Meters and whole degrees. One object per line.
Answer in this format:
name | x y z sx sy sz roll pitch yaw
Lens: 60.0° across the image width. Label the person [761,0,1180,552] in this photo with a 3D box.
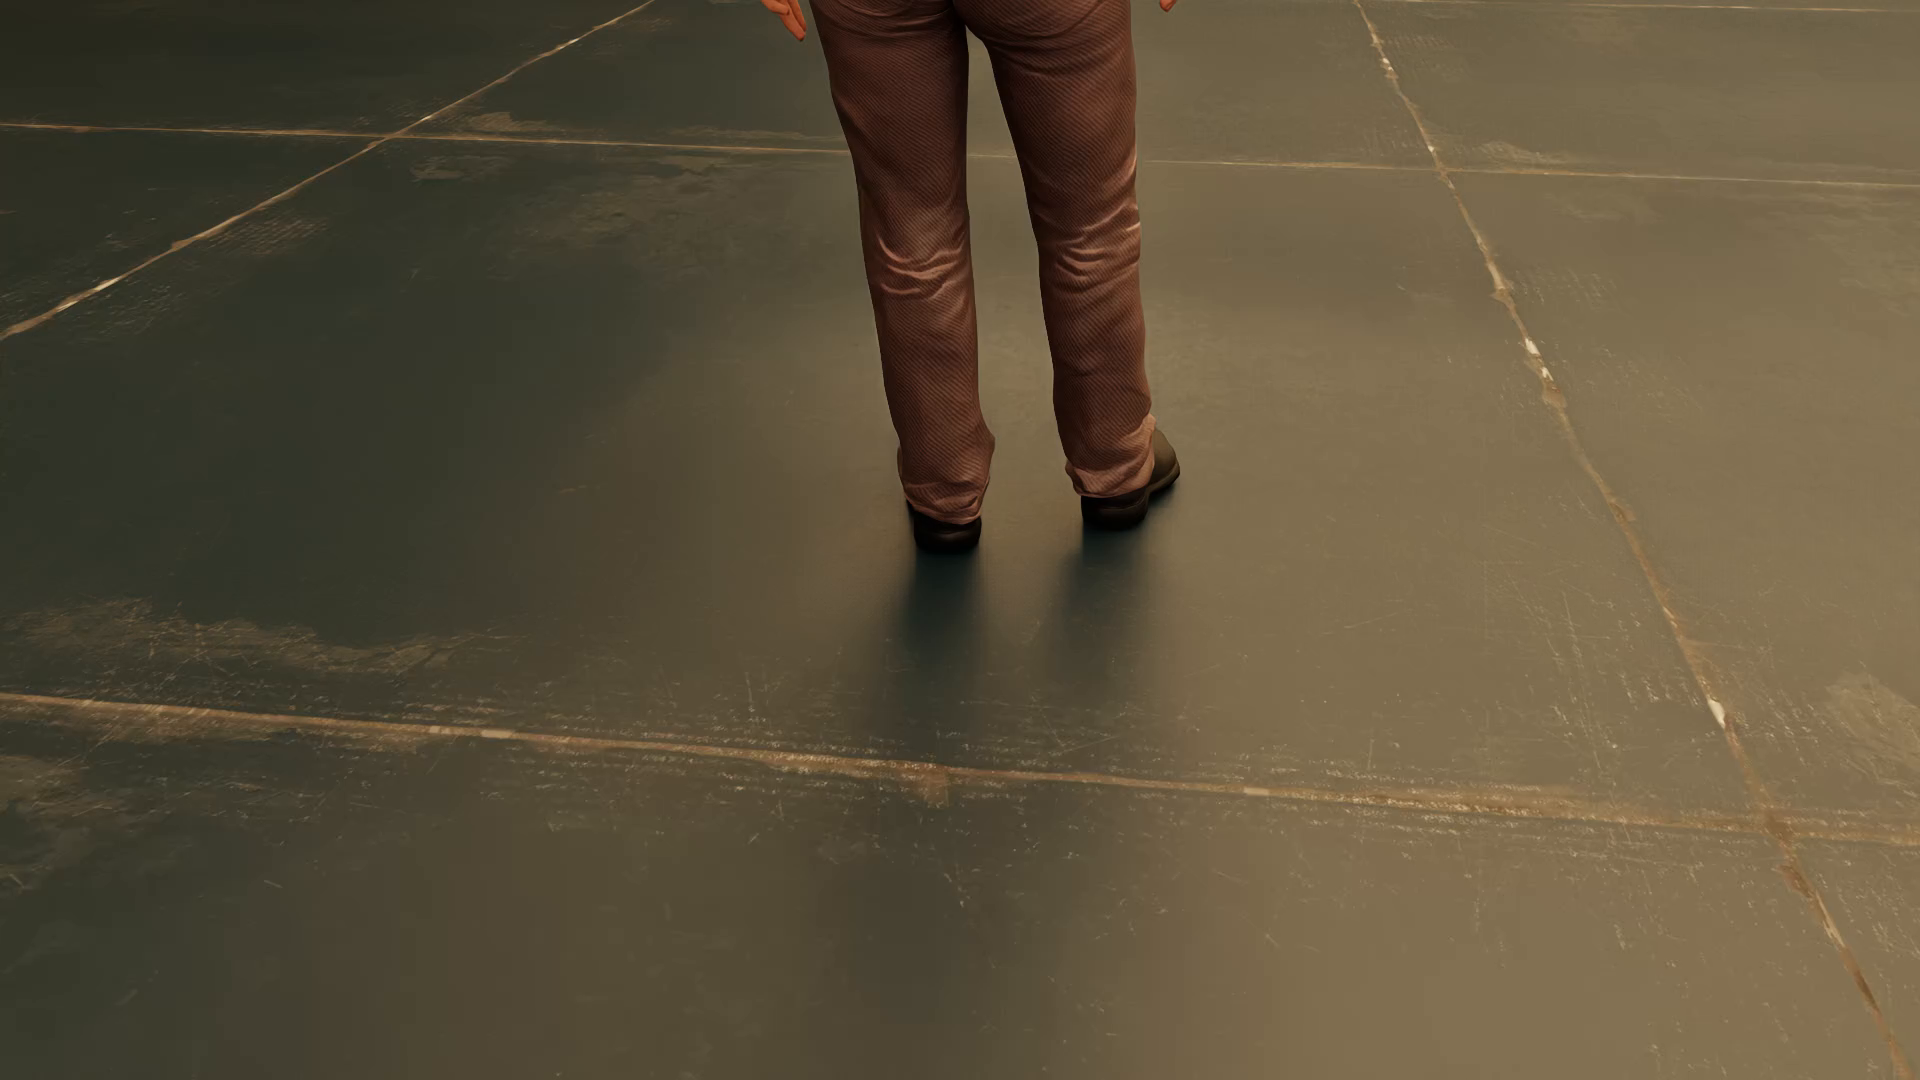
person | 0.016 -0.804 2.166 0.632 1.720 0.568 3 27 7
